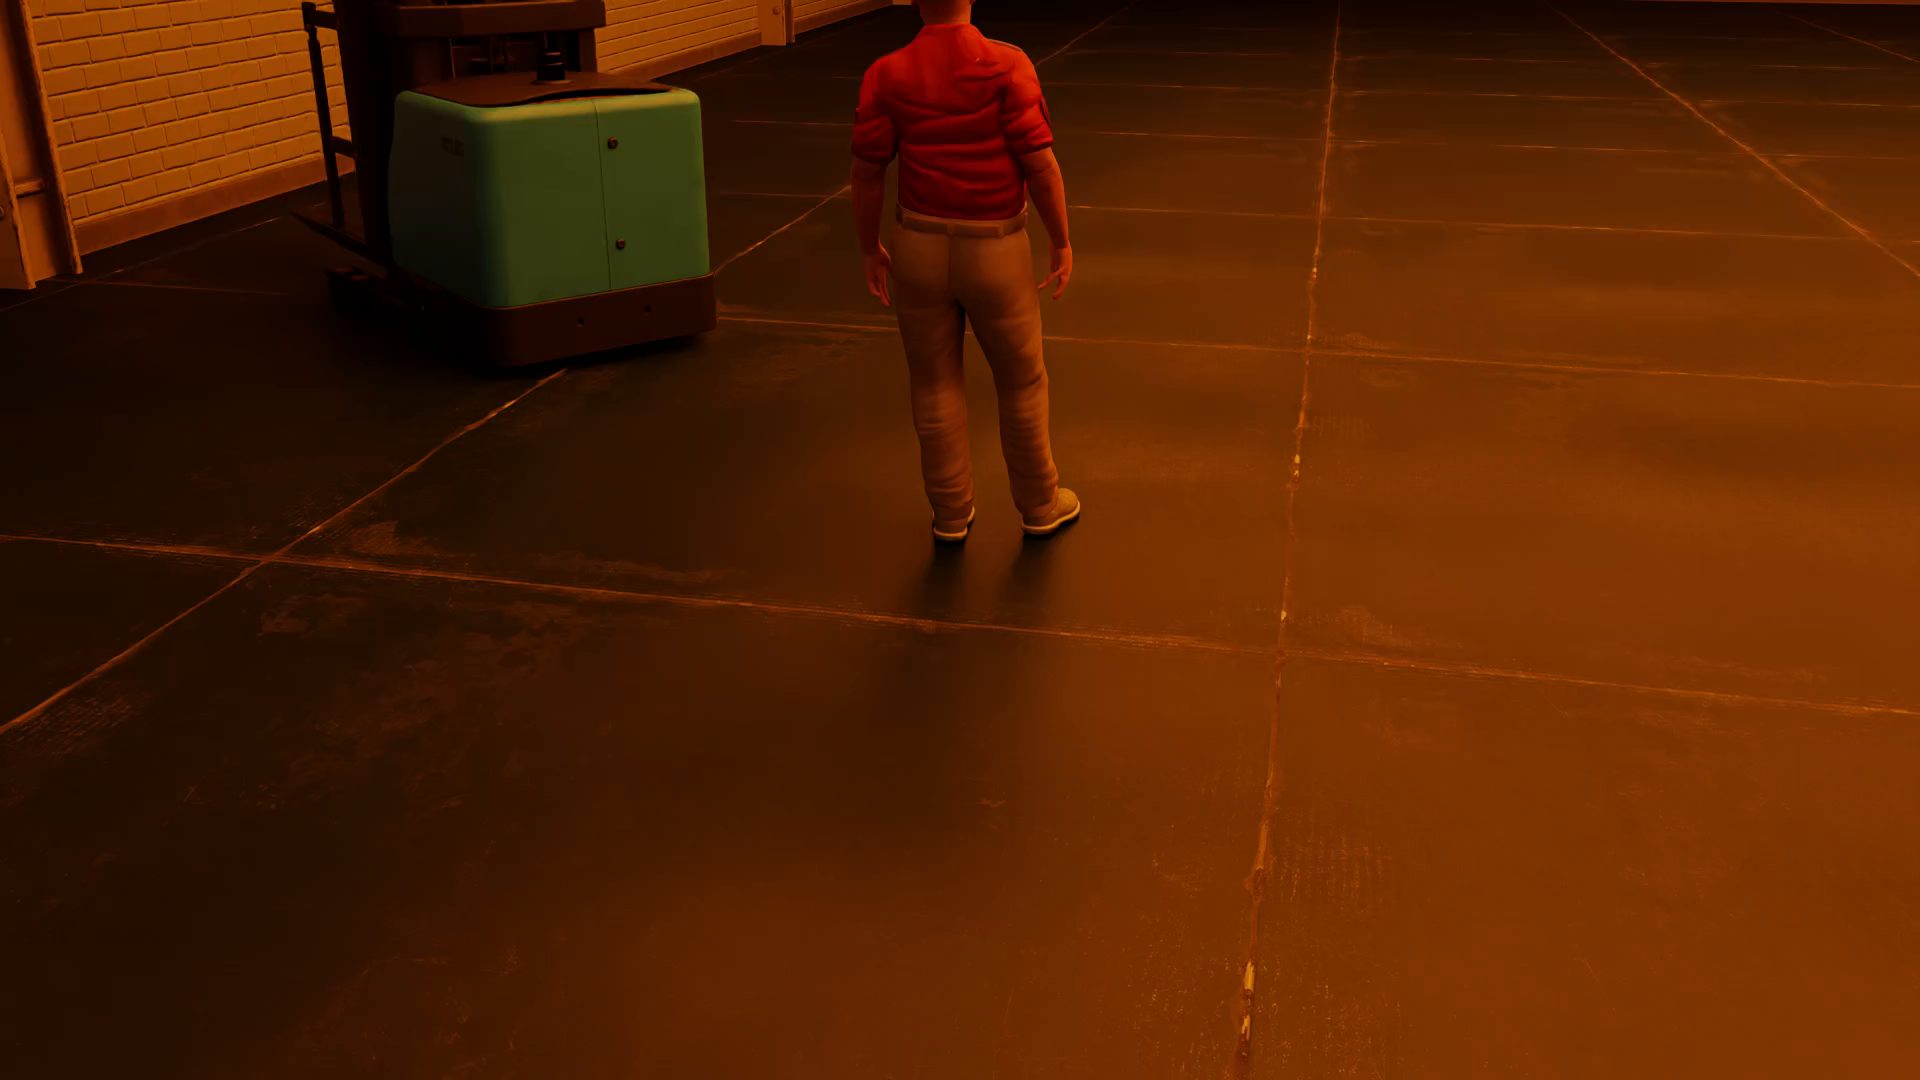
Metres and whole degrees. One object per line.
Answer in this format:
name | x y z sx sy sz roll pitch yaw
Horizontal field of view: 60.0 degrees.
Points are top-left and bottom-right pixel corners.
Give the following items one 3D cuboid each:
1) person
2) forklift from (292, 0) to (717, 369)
person | 0.031 -0.839 4.898 0.640 1.727 0.551 5 23 11
forklift | -2.363 -2.537 7.489 1.130 2.935 3.031 -17 27 -35
